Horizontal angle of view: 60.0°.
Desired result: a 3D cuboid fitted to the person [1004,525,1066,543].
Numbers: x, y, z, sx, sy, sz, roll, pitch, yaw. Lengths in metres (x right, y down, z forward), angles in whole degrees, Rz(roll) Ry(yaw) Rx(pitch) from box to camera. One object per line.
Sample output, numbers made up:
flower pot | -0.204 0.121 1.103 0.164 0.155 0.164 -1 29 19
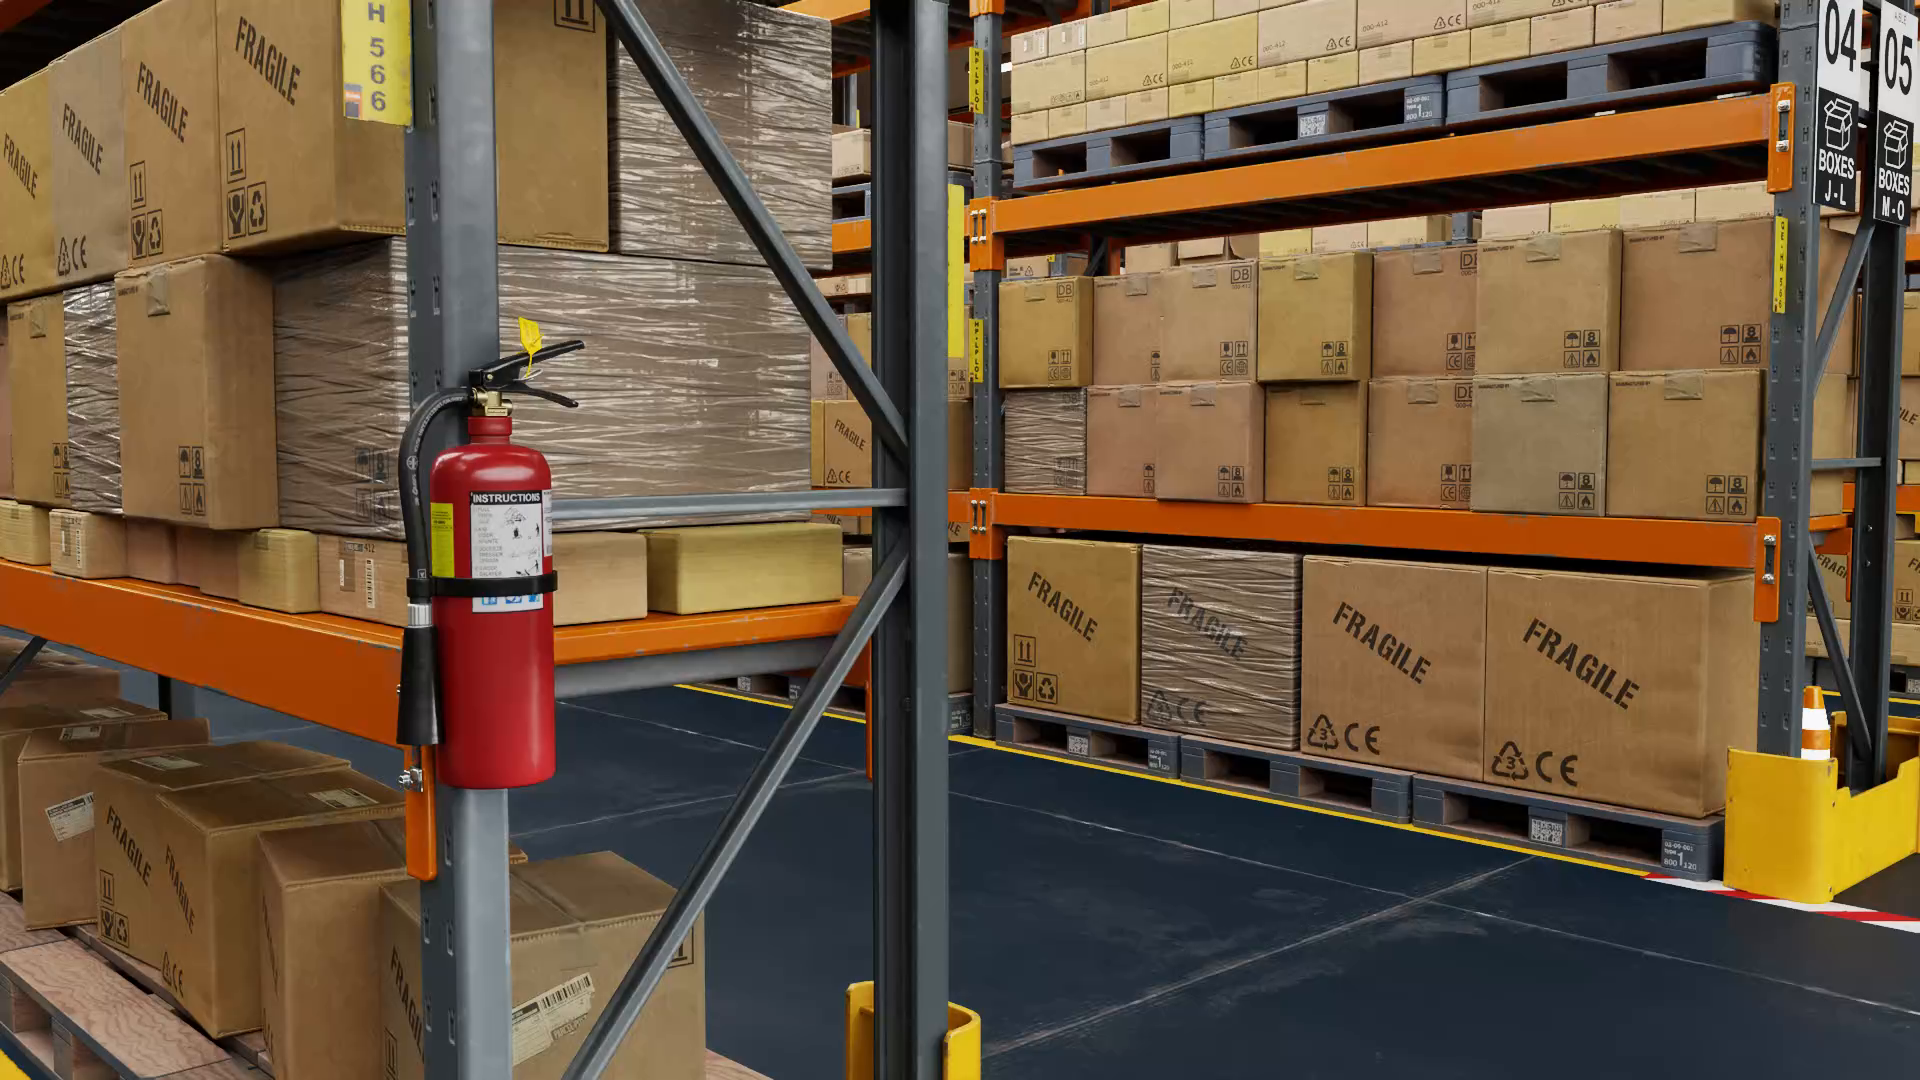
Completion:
person | 0.537 -0.087 12.540 0.641 1.773 0.424 4 5 44
